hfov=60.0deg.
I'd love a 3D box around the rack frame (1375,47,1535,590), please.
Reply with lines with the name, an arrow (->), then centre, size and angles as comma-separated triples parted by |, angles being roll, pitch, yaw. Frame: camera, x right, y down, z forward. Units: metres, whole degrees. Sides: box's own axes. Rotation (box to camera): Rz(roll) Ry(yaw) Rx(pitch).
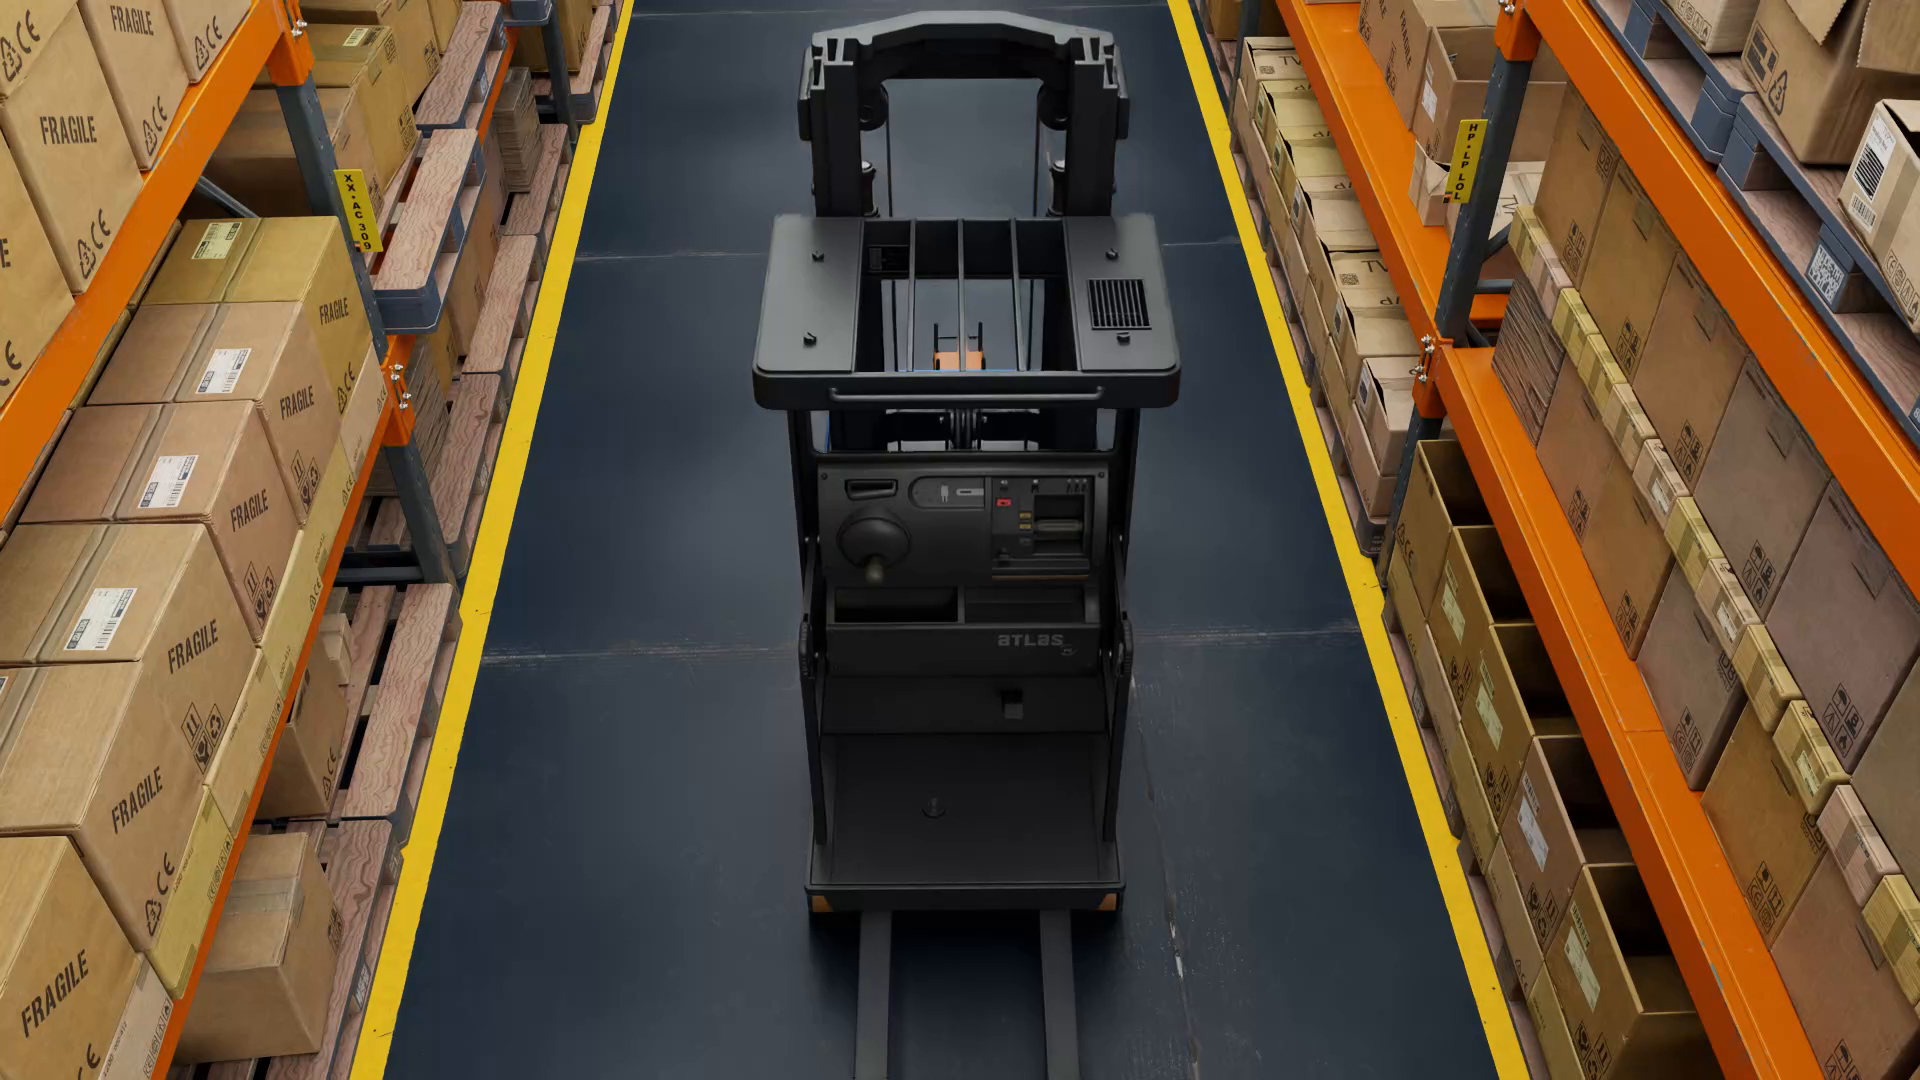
rack frame -> 2.313, -0.947, 6.213 | 1.000, 3.000, 0.127 | -2, 43, -2

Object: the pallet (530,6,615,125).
pallet -> -2.764, -3.010, 10.527 | 1.003, 0.211, 1.213 | -2, 43, -2

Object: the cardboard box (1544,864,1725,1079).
cardboard box -> 2.106, 1.307, 4.923 | 0.500, 0.500, 0.500 | -2, 43, -2

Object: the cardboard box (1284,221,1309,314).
cardboard box -> 1.944, -1.391, 8.421 | 0.500, 0.250, 0.500 | -1, 43, -1

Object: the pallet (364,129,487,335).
pallet -> -2.523, -1.252, 6.688 | 1.003, 0.211, 1.213 | -2, 43, -2

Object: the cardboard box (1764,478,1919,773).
cardboard box -> 2.424, 0.191, 3.937 | 0.700, 0.500, 0.500 | -1, 43, -2

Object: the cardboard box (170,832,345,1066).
cardboard box -> -2.411, 1.306, 5.280 | 0.700, 0.500, 0.500 | -4, 43, -4

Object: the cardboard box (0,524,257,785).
cardboard box -> -2.247, 0.307, 4.386 | 0.500, 0.500, 0.500 | 0, 43, 0

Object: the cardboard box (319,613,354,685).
cardboard box -> -2.583, 0.440, 6.471 | 0.380, 0.166, 0.250 | -7, 43, -7

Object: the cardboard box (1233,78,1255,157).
cardboard box -> 1.872, -2.427, 9.552 | 0.500, 0.250, 0.500 | -2, 43, -2

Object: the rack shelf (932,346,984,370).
rack shelf -> -0.002, -0.625, 6.900 | 0.215, 0.259, 0.240 | -2, 43, -2

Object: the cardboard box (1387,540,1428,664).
cardboard box -> 2.030, 0.233, 6.650 | 0.500, 0.250, 0.500 | -2, 43, -2

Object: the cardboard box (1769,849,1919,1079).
cardboard box -> 2.449, 1.046, 3.964 | 0.700, 0.500, 0.500 | -1, 43, -1

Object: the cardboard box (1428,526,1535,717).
cardboard box -> 2.049, 0.294, 6.028 | 0.500, 0.500, 0.500 | -2, 43, -2

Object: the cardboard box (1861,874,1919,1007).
cardboard box -> 2.253, 0.875, 3.671 | 0.380, 0.149, 0.250 | -2, 43, -2

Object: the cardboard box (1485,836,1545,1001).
cardboard box -> 2.089, 1.246, 5.545 | 0.500, 0.250, 0.500 | -2, 43, -2

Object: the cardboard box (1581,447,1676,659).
cardboard box -> 2.385, 0.010, 5.095 | 0.700, 0.500, 0.500 | -1, 43, -1

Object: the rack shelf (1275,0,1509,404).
rack shelf -> 2.228, -2.032, 7.930 | 1.077, 0.370, 4.000 | -2, 43, -2

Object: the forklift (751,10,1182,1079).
forklift -> 0.014, 0.032, 5.195 | 1.130, 2.935, 3.031 | 0, 43, 0

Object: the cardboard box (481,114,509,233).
cardboard box -> -2.817, -1.908, 8.786 | 0.700, 0.500, 0.500 | -2, 43, -2

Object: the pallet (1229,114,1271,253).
pallet -> 2.139, -2.063, 9.494 | 1.003, 0.211, 1.213 | -2, 43, -2

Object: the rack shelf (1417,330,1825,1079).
rack shelf -> 2.398, 0.668, 4.983 | 1.077, 0.370, 4.000 | -2, 43, -2

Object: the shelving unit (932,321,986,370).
shelving unit -> -0.002, -0.423, 7.084 | 0.215, 1.050, 0.252 | -2, 43, -2

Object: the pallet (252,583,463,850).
pallet -> -2.572, 0.678, 6.504 | 1.003, 0.211, 1.213 | -2, 43, -2

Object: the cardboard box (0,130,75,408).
cardboard box -> -2.288, -0.560, 3.482 | 0.500, 0.500, 0.500 | 1, 43, 1

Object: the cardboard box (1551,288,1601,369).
cardboard box -> 2.155, -0.693, 5.382 | 0.380, 0.149, 0.250 | -3, 43, -3

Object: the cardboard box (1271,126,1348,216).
cardboard box -> 1.922, -1.935, 8.600 | 0.500, 0.311, 0.500 | -3, 43, -3

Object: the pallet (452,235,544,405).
pallet -> -2.725, -1.126, 8.472 | 1.003, 0.211, 1.213 | -2, 43, -2

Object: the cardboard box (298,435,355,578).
cardboard box -> -2.300, -0.107, 5.393 | 0.500, 0.250, 0.500 | -1, 43, -2

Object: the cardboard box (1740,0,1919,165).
cardboard box -> 2.257, -1.182, 3.759 | 0.797, 0.503, 0.637 | 3, 43, 3

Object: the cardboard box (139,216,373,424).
cardboard box -> -2.307, -0.721, 5.508 | 0.500, 0.500, 0.500 | -2, 43, -2

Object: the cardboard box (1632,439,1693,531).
cardboard box -> 2.190, -0.167, 4.807 | 0.380, 0.149, 0.250 | -3, 43, -3

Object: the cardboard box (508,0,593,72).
cardboard box -> -2.706, -3.366, 10.132 | 0.750, 0.750, 0.750 | -2, 43, -2

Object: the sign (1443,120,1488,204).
sign -> 1.771, -1.323, 5.825 | 0.100, 0.325, 0.005 | -2, 43, -2

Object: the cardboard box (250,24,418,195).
cardboard box -> -2.640, -1.724, 6.661 | 0.700, 0.500, 0.500 | 2, 43, 3

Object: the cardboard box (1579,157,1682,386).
cardboard box -> 2.361, -0.822, 5.043 | 0.700, 0.500, 0.500 | -2, 43, -2

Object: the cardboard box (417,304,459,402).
cardboard box -> -2.756, -0.887, 7.672 | 0.700, 0.500, 0.500 | -2, 43, -3

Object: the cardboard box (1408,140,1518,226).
cardboard box -> 2.092, -1.486, 6.901 | 0.396, 0.266, 0.258 | -3, 43, -3

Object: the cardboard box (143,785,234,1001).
cardboard box -> -2.222, 0.913, 4.280 | 0.500, 0.250, 0.500 | -2, 43, -2

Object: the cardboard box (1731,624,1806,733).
cardboard box -> 2.220, 0.350, 4.243 | 0.380, 0.149, 0.250 | -1, 43, -1

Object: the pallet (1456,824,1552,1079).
pallet -> 2.360, 1.444, 5.668 | 1.003, 0.211, 1.213 | -2, 43, -2

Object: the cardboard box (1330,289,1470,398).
cardboard box -> 1.981, -0.912, 7.483 | 0.500, 0.311, 0.500 | -1, 43, -1

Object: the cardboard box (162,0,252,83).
cardboard box -> -2.367, -1.617, 4.635 | 0.500, 0.500, 0.500 | -1, 43, -1

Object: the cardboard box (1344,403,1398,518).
cardboard box -> 2.006, -0.360, 7.297 | 0.500, 0.250, 0.500 | -2, 43, -2

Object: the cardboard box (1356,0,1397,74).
cardboard box -> 2.231, -2.552, 7.890 | 0.500, 0.500, 0.500 | -4, 43, -4

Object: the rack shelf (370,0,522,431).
rack shelf -> -2.721, -1.888, 7.772 | 1.077, 0.370, 4.000 | -2, 43, -2

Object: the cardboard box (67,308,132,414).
cardboard box -> -2.806, -0.359, 5.112 | 0.500, 0.500, 0.500 | -2, 43, -2
